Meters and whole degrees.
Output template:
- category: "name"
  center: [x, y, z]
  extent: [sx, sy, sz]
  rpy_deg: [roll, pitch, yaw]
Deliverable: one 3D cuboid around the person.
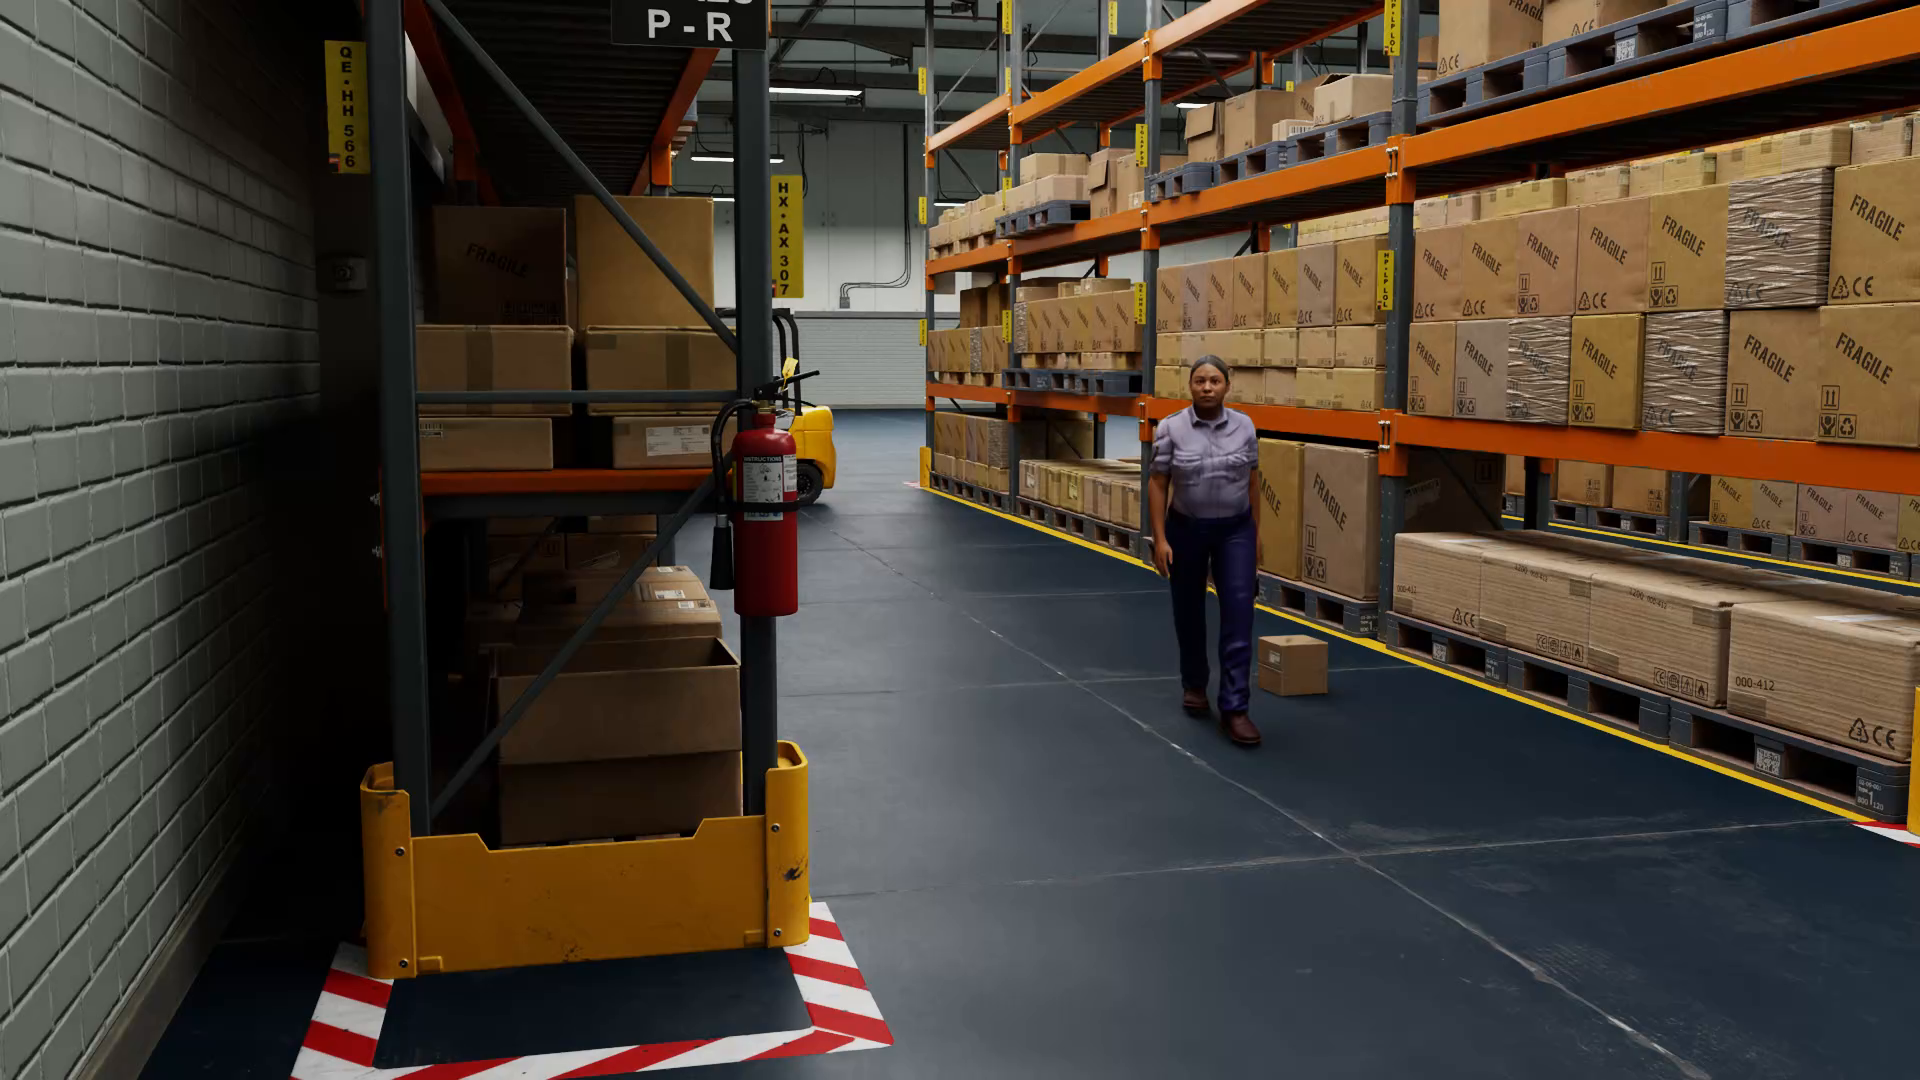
- category: "person"
  center: [1.066, 0.002, 7.215]
  extent: [0.506, 1.606, 0.884]
  rpy_deg: [1, 6, 7]
